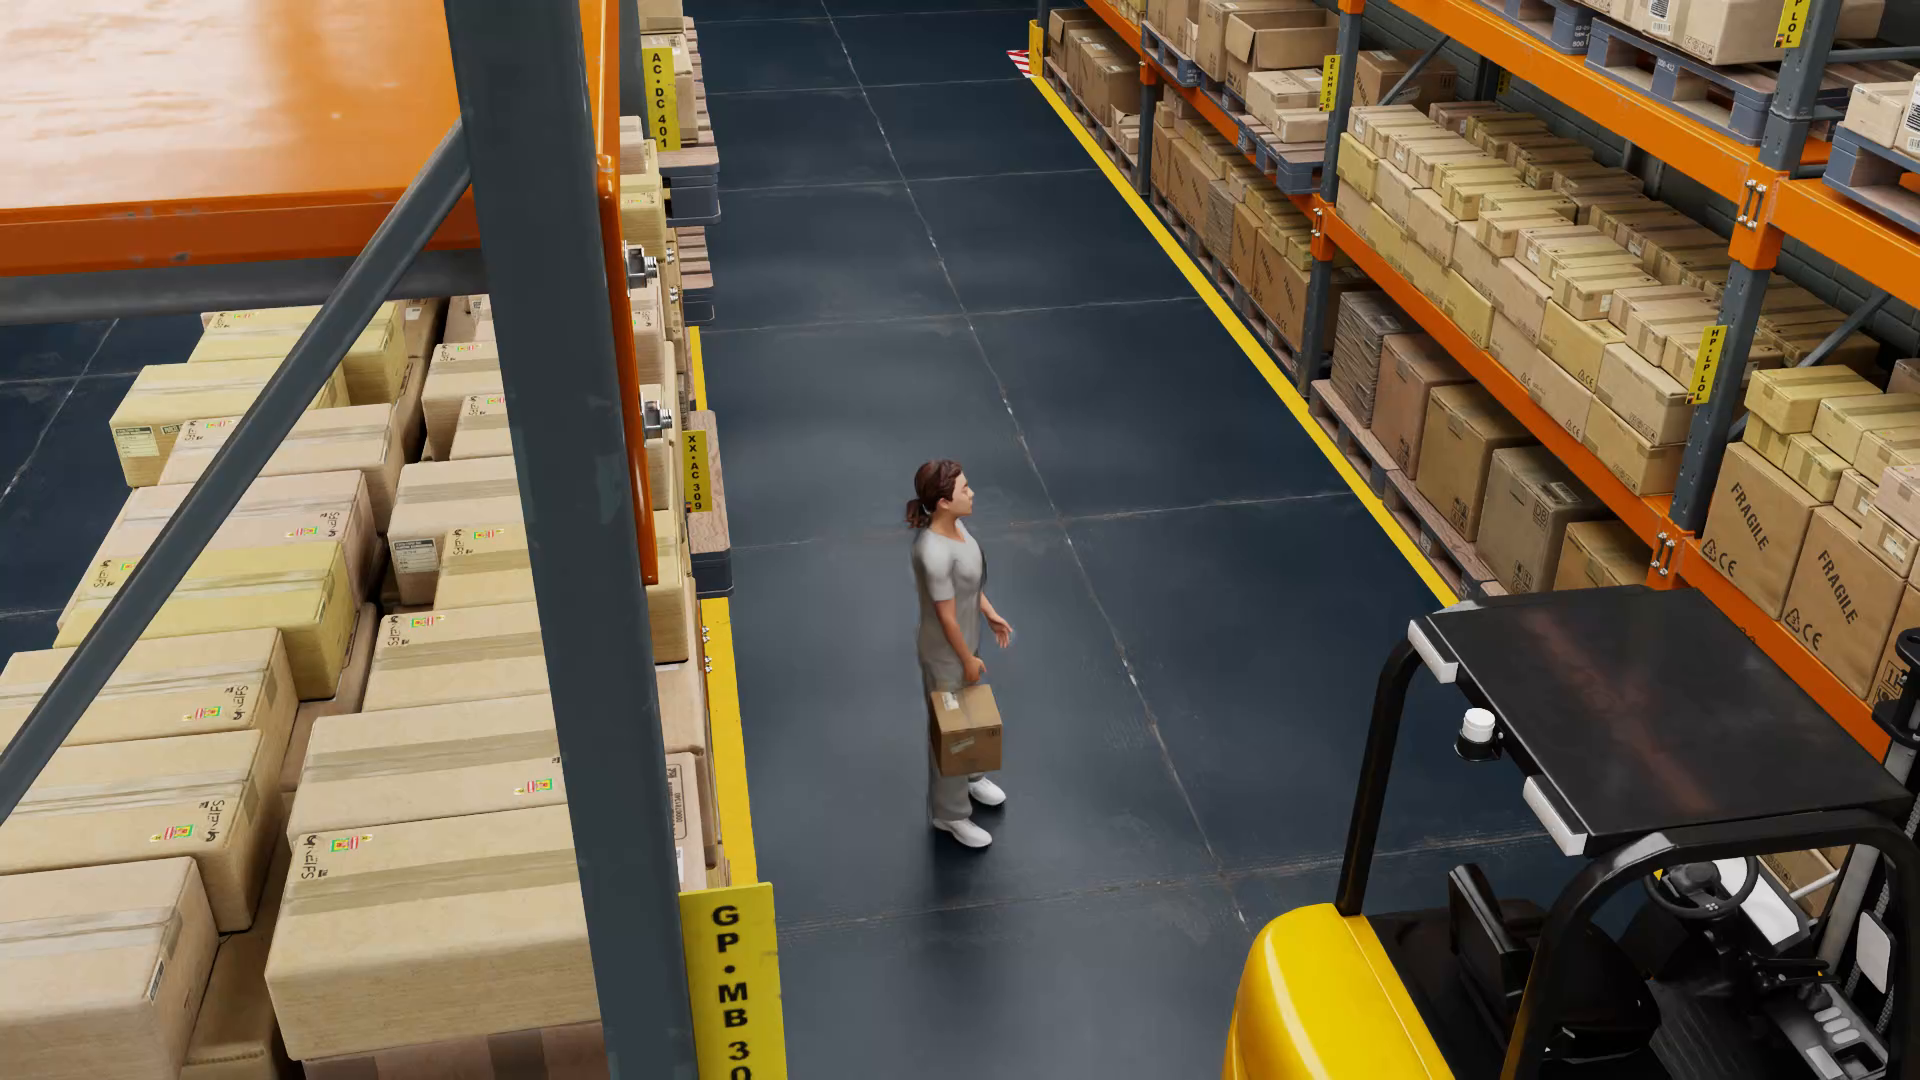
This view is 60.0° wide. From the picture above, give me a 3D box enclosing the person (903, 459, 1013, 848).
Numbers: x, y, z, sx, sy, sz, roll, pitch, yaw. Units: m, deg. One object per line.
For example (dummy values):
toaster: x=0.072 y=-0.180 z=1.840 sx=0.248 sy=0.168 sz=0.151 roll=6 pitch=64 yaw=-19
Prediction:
person: x=-0.015 y=0.452 z=6.840 sx=0.443 sy=1.684 sz=0.527 roll=3 pitch=31 yaw=5
